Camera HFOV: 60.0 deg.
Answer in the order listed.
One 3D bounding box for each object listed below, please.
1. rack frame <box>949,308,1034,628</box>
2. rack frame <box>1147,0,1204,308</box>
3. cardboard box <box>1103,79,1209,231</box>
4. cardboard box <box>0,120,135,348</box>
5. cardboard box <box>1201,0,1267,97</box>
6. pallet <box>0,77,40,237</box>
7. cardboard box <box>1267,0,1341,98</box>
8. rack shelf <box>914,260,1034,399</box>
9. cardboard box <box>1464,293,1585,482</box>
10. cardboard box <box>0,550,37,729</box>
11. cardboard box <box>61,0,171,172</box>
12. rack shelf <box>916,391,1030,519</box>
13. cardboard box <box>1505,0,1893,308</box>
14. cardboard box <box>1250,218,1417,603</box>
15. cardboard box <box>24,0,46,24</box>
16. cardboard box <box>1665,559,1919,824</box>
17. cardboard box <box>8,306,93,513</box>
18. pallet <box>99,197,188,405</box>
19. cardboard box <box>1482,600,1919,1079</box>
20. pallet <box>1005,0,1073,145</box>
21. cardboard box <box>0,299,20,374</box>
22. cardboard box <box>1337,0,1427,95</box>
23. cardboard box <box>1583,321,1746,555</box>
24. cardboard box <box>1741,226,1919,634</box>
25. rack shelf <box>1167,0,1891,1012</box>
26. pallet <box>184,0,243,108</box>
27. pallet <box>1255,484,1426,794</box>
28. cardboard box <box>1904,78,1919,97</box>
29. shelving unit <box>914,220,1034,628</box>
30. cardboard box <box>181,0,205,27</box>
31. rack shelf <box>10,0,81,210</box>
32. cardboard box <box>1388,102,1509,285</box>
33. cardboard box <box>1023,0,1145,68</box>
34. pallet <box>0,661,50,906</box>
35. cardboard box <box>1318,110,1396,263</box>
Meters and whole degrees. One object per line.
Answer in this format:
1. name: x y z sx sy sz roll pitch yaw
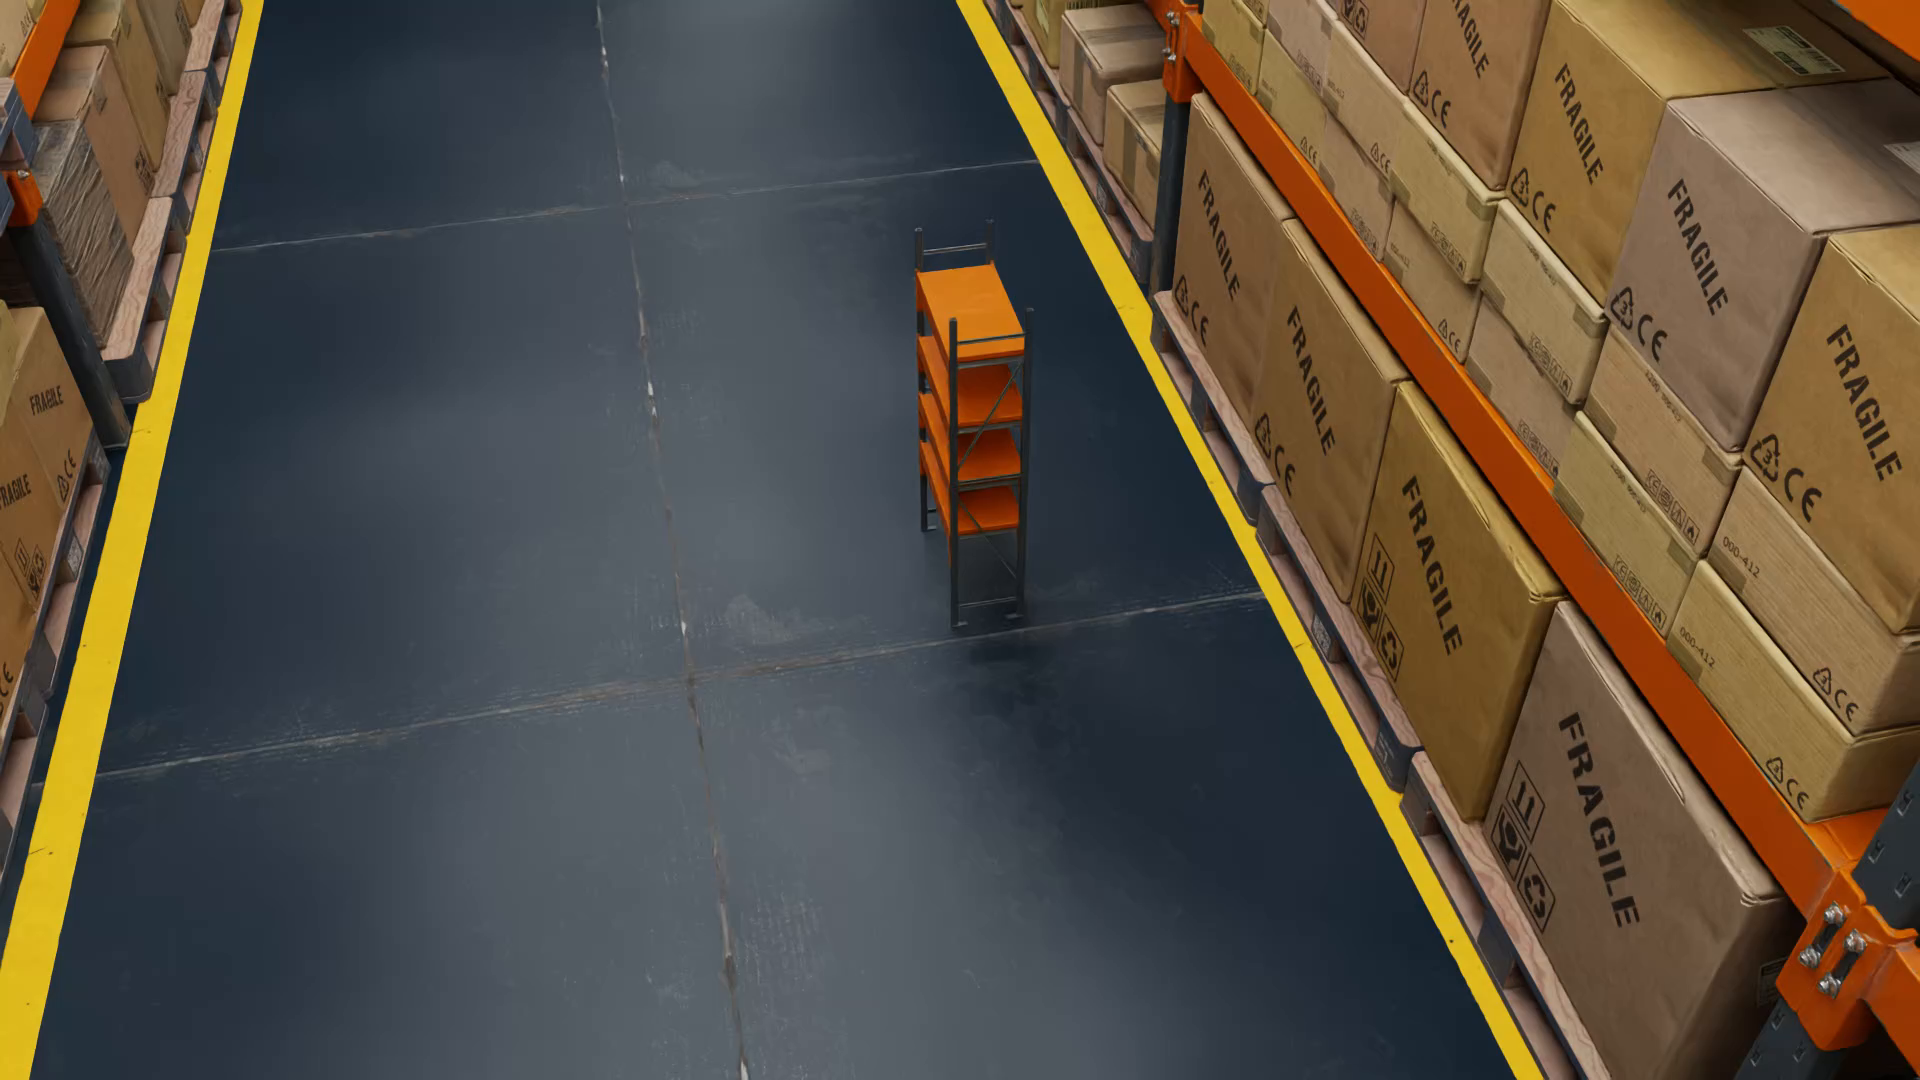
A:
1. rack frame: 0.088 -0.183 5.053 0.240 1.200 0.015 -8 42 -9
2. rack frame: 1.275 -2.141 5.902 1.000 3.000 0.127 -8 42 -9
3. cardboard box: 1.163 -1.683 7.050 0.950 0.372 0.625 -11 43 -12
4. cardboard box: -3.692 -1.103 6.205 0.875 0.625 0.625 -7 42 -8
5. cardboard box: 1.135 -1.732 5.554 0.500 0.250 0.500 -9 42 -10
6. pallet: -3.356 -0.926 4.678 1.213 0.211 1.003 -8 42 -9
7. cardboard box: 1.254 -1.573 4.999 0.500 0.250 0.500 -7 42 -8
8. rack shelf: 0.036 -0.635 4.970 0.258 0.148 0.480 -8 42 -9
9. cardboard box: 1.597 -0.407 4.062 0.500 0.250 0.500 -9 42 -10
10. cardboard box: -3.056 0.258 4.766 0.500 0.500 0.500 -7 42 -7
11. cardboard box: -3.986 -1.961 7.172 0.875 0.625 0.625 -10 43 -11
12. rack shelf: 0.036 -0.291 5.275 0.258 0.148 0.480 -8 42 -9
13. cardboard box: 1.588 -0.879 3.652 0.500 0.500 0.500 -7 42 -8
14. cardboard box: 1.532 -0.465 5.299 0.875 0.875 0.875 -8 42 -9
15. cardboard box: -3.531 -2.021 5.880 0.500 0.250 0.500 -9 42 -10
16. cardboard box: 1.796 0.253 3.318 0.500 0.250 0.500 -9 42 -10
17. cardboard box: -3.269 -0.406 5.515 0.500 0.500 0.500 -7 42 -8
18. pallet: -3.710 -0.924 6.632 1.003 0.211 1.213 -8 42 -9
19. cardboard box: 1.927 0.699 3.987 0.875 0.875 0.875 -7 42 -8
20. pallet: 0.848 -2.394 8.288 1.003 0.211 1.213 -8 42 -9
21. cardboard box: -3.216 -0.608 5.254 0.380 0.149 0.250 -10 43 -11
22. cardboard box: 1.356 -1.540 4.397 0.500 0.500 0.500 -7 42 -8
23. cardboard box: 1.691 -0.253 3.512 0.500 0.250 0.500 -7 42 -8
24. cardboard box: 1.797 -0.213 2.902 0.500 0.500 0.500 -7 42 -8
25. rack shelf: 1.707 -0.576 4.681 1.077 0.370 4.000 -8 42 -9
26. pallet: -4.237 -2.505 8.413 1.003 0.211 1.213 -8 42 -9
27. pallet: 1.632 0.213 5.351 1.003 0.211 1.213 -8 42 -9
28. cardboard box: 2.188 -0.612 3.351 0.500 0.500 0.500 -9 42 -10
29. shelving unit: 0.036 -0.341 5.231 0.258 1.200 0.503 -8 42 -9
30. cardboard box: -4.310 -2.953 8.289 0.875 0.625 0.625 -7 42 -7
31. rack shelf: -4.002 -2.455 6.798 1.077 0.370 4.000 -8 42 -9
32. cardboard box: 1.446 -0.917 4.260 0.500 0.250 0.500 -8 42 -9
33. cardboard box: 0.838 -2.653 8.142 0.950 0.372 0.625 -7 42 -8
34. pallet: -3.186 0.894 4.584 1.003 0.211 1.213 -8 42 -9
35. cardboard box: 1.371 -1.060 4.798 0.500 0.250 0.500 -7 42 -8
